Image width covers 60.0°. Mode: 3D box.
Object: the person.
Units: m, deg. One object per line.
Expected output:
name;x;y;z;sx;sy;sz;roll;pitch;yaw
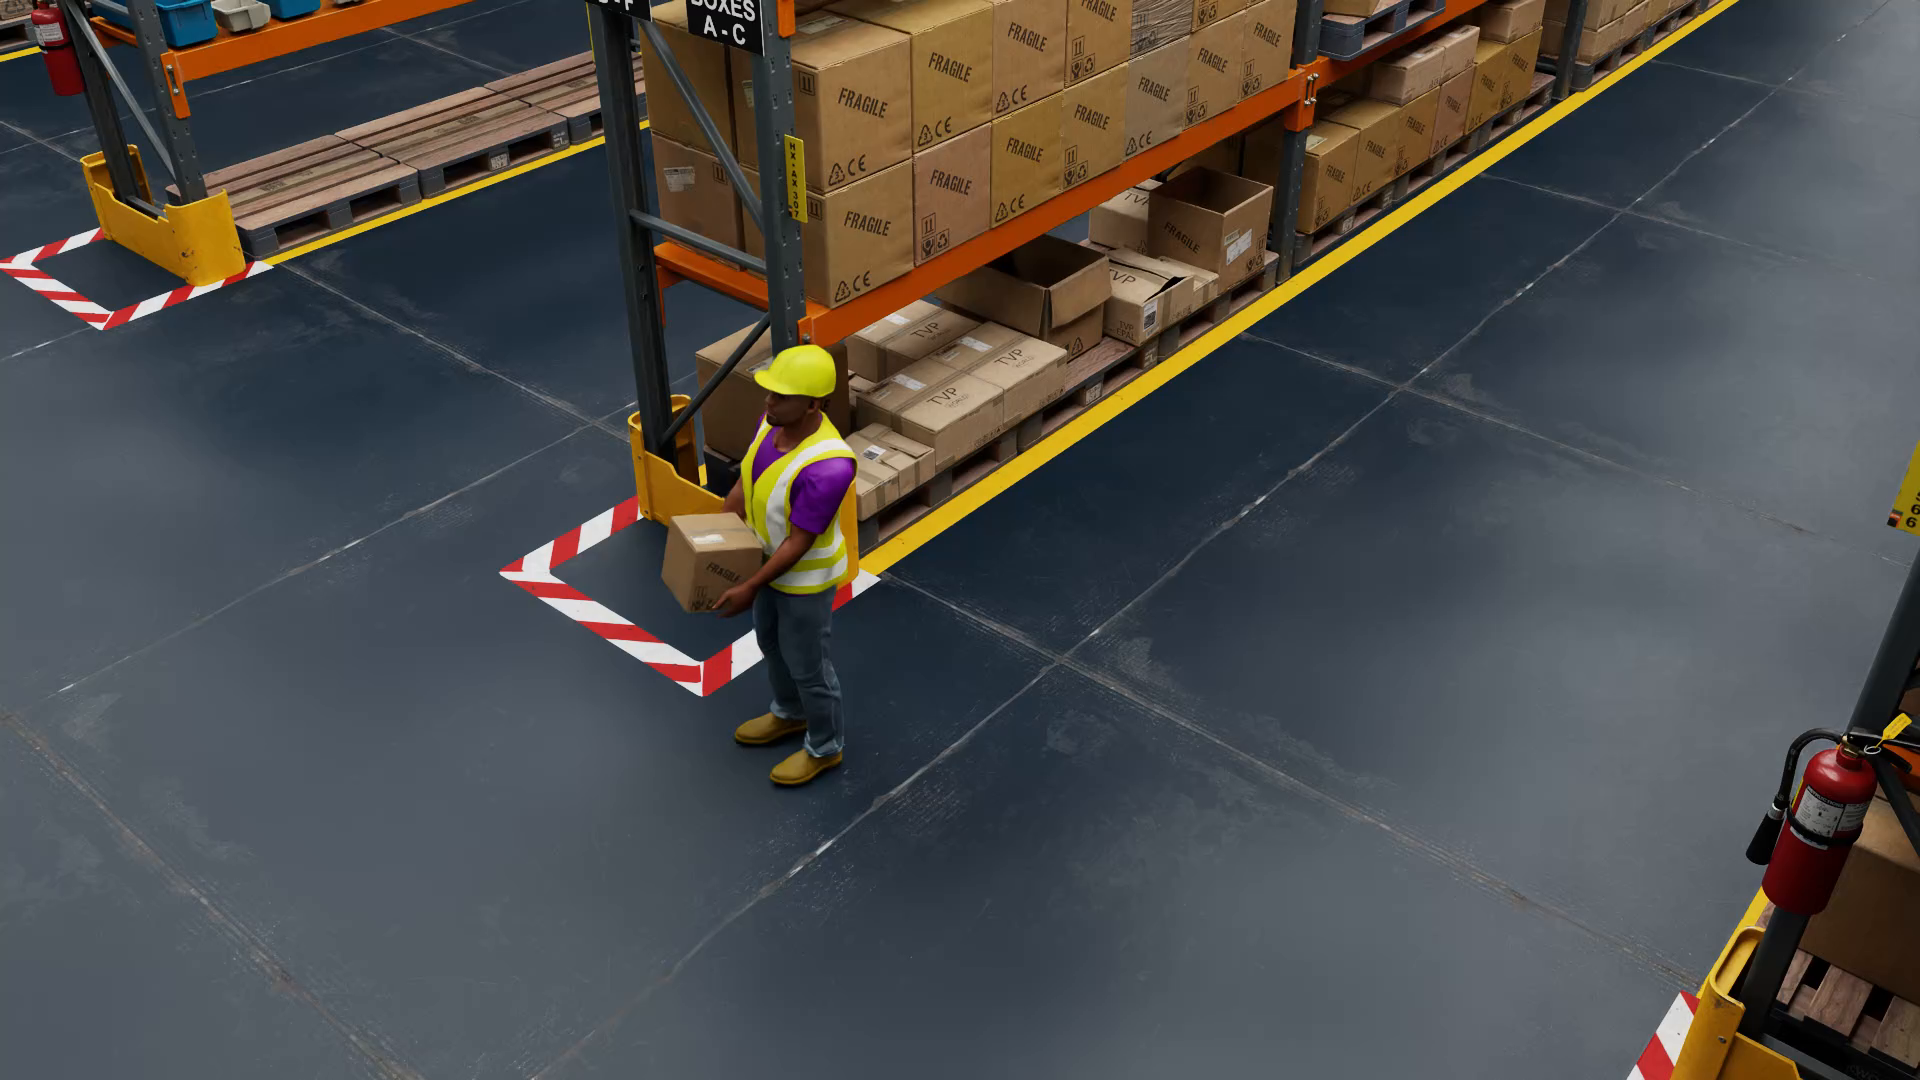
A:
person;-0.668;0.130;5.937;0.571;1.766;0.516;-18;39;-24
